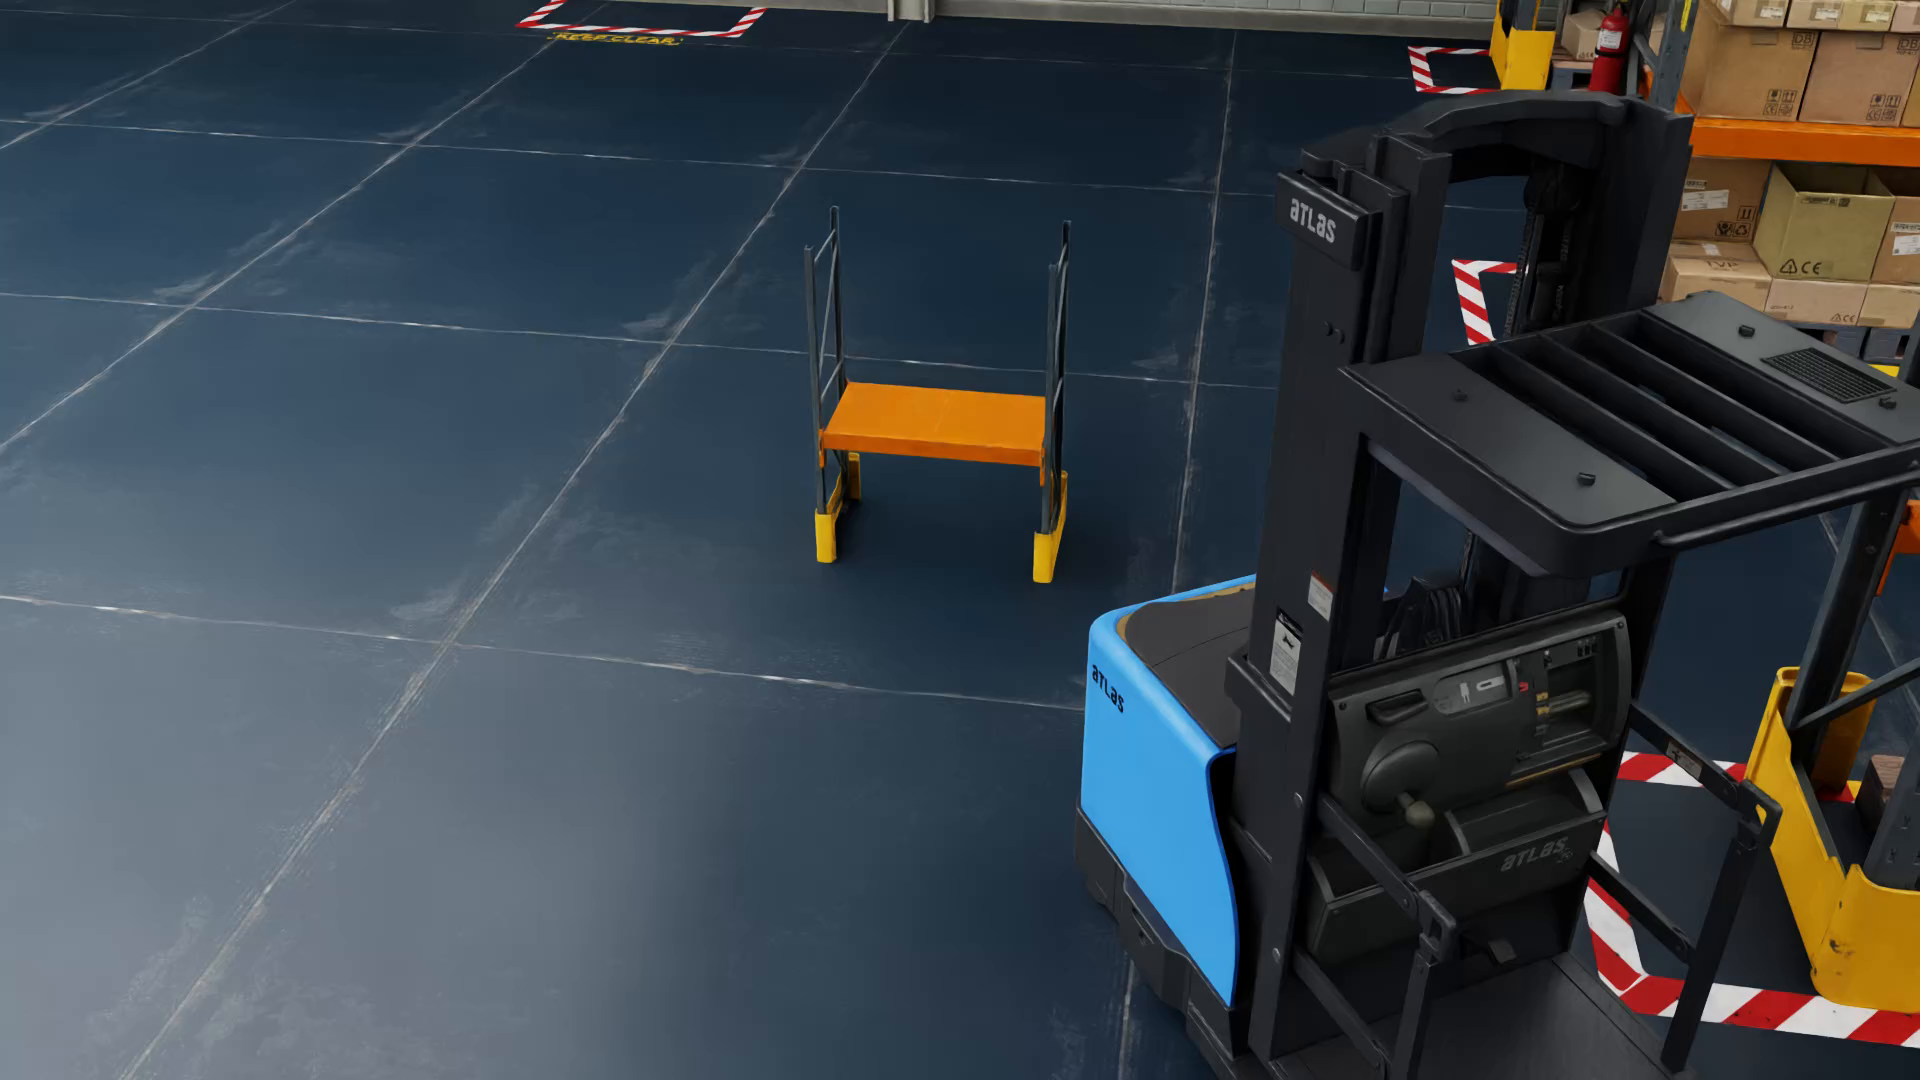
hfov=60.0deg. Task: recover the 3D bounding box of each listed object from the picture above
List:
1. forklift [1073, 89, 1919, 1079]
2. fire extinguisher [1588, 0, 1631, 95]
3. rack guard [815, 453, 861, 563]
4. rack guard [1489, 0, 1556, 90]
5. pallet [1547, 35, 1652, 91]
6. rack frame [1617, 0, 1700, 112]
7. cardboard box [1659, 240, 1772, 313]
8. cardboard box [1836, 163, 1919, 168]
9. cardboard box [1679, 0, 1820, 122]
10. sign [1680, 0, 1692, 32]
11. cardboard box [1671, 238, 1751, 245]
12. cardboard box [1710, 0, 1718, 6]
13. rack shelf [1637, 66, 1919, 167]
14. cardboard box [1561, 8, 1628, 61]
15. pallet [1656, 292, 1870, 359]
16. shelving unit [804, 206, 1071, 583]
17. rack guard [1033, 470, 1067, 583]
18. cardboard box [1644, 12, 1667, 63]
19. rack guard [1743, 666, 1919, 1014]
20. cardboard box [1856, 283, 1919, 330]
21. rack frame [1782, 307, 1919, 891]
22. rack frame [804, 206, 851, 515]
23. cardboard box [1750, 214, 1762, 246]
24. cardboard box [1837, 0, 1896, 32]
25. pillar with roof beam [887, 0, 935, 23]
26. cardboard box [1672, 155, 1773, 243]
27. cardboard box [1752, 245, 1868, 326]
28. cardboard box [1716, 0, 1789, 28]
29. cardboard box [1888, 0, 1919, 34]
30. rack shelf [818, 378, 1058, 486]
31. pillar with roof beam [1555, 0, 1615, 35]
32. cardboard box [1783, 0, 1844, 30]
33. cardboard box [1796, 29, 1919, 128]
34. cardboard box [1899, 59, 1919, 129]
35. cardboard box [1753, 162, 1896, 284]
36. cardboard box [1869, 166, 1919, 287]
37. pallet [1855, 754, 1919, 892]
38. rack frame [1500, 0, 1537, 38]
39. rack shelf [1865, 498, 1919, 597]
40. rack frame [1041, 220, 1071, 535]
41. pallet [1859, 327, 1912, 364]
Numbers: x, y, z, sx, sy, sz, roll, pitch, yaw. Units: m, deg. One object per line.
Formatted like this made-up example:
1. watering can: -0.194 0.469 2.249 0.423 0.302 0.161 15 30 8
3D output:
1. forklift: 1.450 0.523 4.151 1.130 2.935 3.031 -13 34 -20
2. fire extinguisher: 3.760 -2.863 9.570 0.183 0.674 0.296 5 32 8
3. rack guard: -0.566 -0.157 7.766 0.087 0.250 0.587 5 32 8
4. rack guard: 4.703 -4.167 13.936 0.348 0.500 1.175 5 32 8
5. pallet: 5.498 -3.954 13.868 1.213 0.211 1.003 5 32 8
6. rack frame: 3.798 -2.642 9.144 0.127 3.000 1.000 5 32 8
7. cardboard box: 4.289 -1.491 9.500 0.500 0.250 0.500 5 32 8
8. cardboard box: 5.365 -1.999 9.605 0.500 0.500 0.500 5 32 8
9. cardboard box: 4.256 -2.636 9.041 0.500 0.500 0.700 5 32 8
10. sign: 3.699 -2.753 8.431 0.005 0.325 0.100 5 32 8
11. cardboard box: 4.376 -1.762 9.933 0.500 0.250 0.500 5 32 8
12. cardboard box: 4.207 -3.025 9.050 0.250 0.149 0.380 5 32 7
13. rack shelf: 5.770 -2.159 9.050 4.000 0.370 1.077 5 32 8
14. cardboard box: 5.295 -4.171 13.707 0.500 0.311 0.500 2 32 3
15. pallet: 4.559 -1.414 9.810 1.213 0.211 1.003 5 32 8
16. shelving unit: -0.075 -0.643 7.363 1.083 1.500 0.587 5 32 8
17. rack guard: 0.416 -0.068 7.624 0.087 0.250 0.587 5 32 8
18. cardboard box: 5.857 -4.121 13.625 0.500 0.311 0.500 8 33 12
19. rack guard: 3.044 0.990 5.698 0.348 0.500 1.175 5 32 8
20. cardboard box: 5.276 -1.403 9.360 0.500 0.250 0.500 5 32 8
21. rack frame: 2.961 -0.052 5.006 0.127 3.000 1.000 5 32 8
22. rack frame: -0.585 -0.689 7.437 0.032 1.500 0.500 5 32 8
23. cardboard box: 4.871 -1.723 9.872 0.500 0.250 0.500 5 32 8
24. cardboard box: 4.655 -2.767 8.638 0.250 0.149 0.380 5 32 8
25. pillar with roof beam: -1.175 -6.450 9.574 0.400 9.000 9.100 5 32 8
26. cardboard box: 4.377 -2.081 9.736 0.500 0.500 0.500 5 32 8
27. cardboard box: 4.783 -1.448 9.432 0.500 0.250 0.500 5 32 8
28. cardboard box: 4.149 -2.812 8.710 0.250 0.149 0.380 5 32 8
29. cardboard box: 4.903 -2.743 8.600 0.250 0.149 0.380 5 32 7
30. rack shelf: -0.084 -0.491 7.460 1.000 0.185 0.538 5 32 8
31. pillar with roof beam: 4.739 -5.915 8.718 0.400 9.000 9.100 5 32 8
32. cardboard box: 4.409 -2.790 8.674 0.250 0.149 0.380 4 32 7
33. cardboard box: 4.775 -2.592 8.970 0.500 0.500 0.700 6 33 9
34. cardboard box: 5.263 -2.545 8.894 0.500 0.500 0.700 5 32 9
35. cardboard box: 4.782 -1.765 9.231 0.500 0.500 0.500 5 32 8
36. cardboard box: 5.278 -1.727 9.171 0.500 0.500 0.500 5 32 8
37. pallet: 3.844 1.187 5.654 1.213 0.211 1.003 5 32 8
38. rack frame: 4.628 -5.234 13.284 0.127 3.000 1.000 5 32 8
39. rack shelf: 4.933 0.431 4.912 4.000 0.370 1.077 5 32 8
40. rack frame: 0.417 -0.598 7.292 0.032 1.500 0.500 5 32 8
41. pallet: 5.758 -1.304 9.634 1.213 0.211 1.003 5 32 8
